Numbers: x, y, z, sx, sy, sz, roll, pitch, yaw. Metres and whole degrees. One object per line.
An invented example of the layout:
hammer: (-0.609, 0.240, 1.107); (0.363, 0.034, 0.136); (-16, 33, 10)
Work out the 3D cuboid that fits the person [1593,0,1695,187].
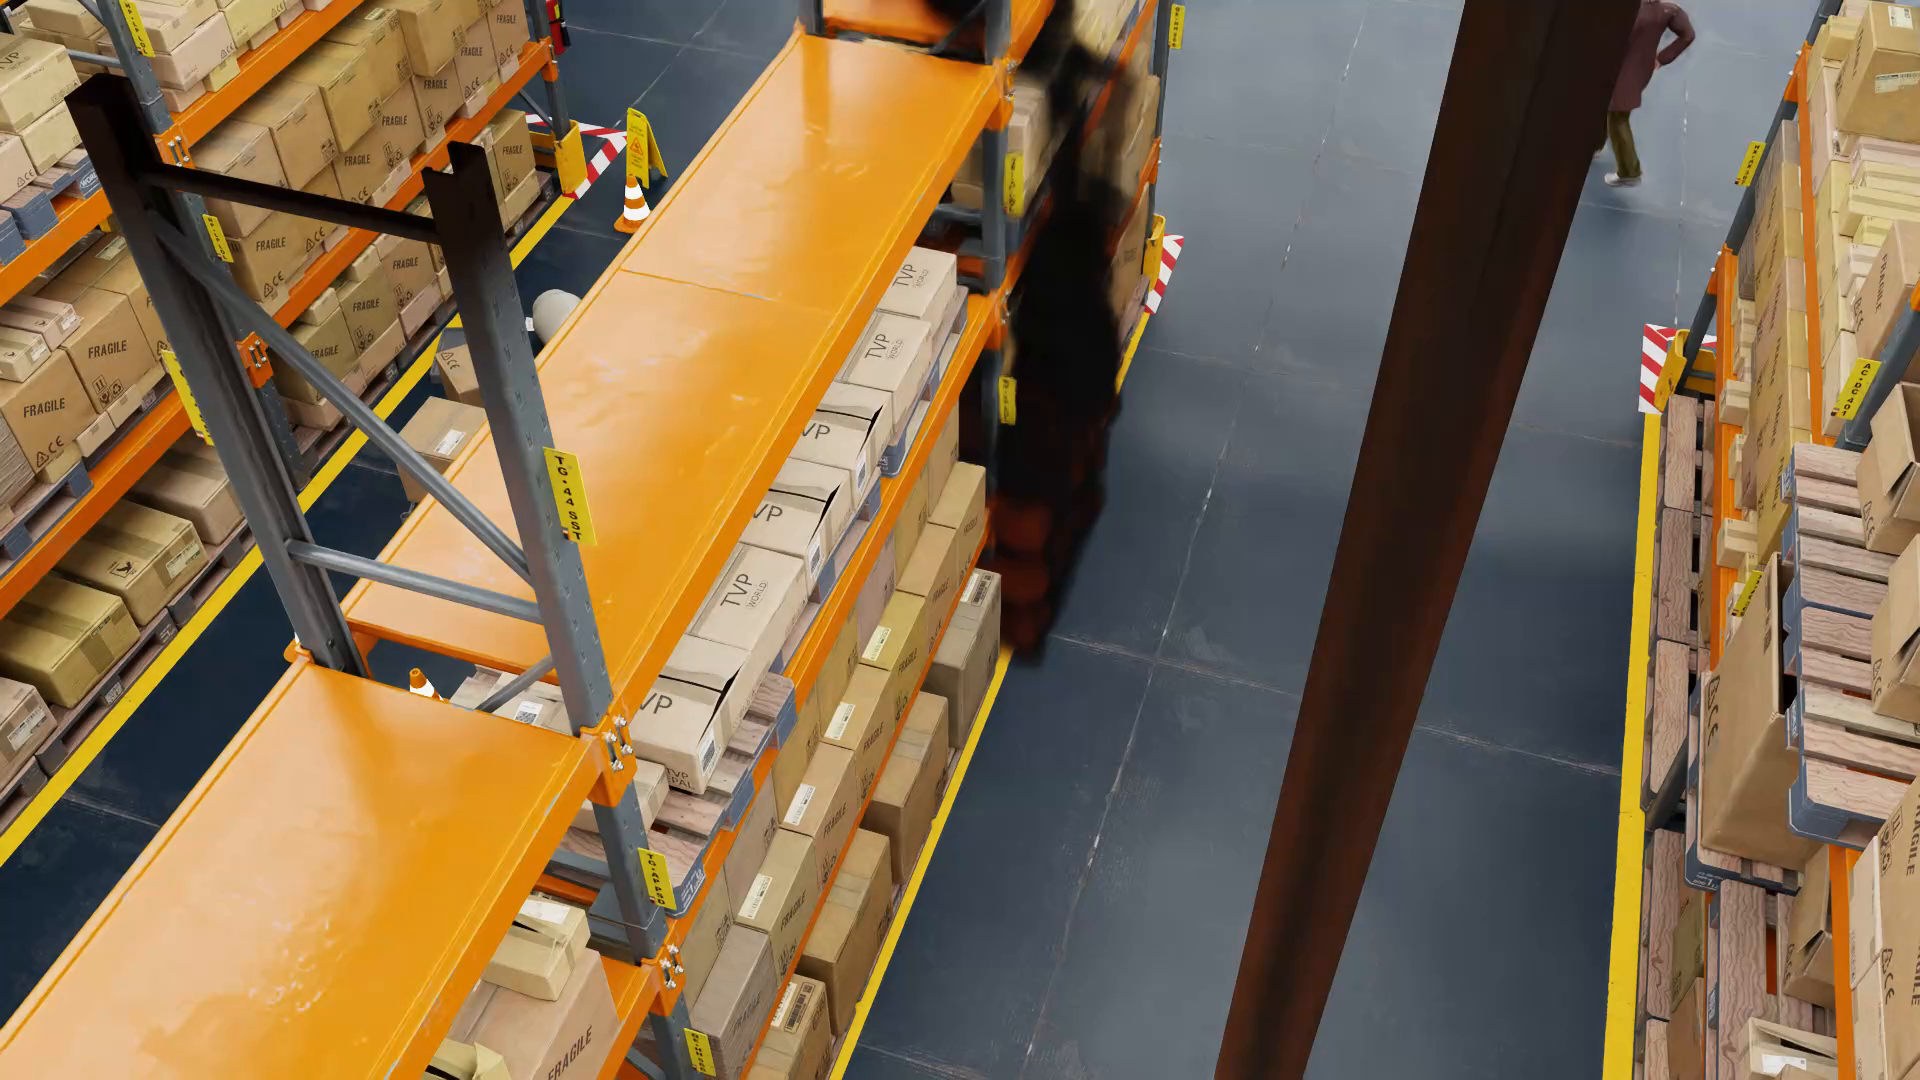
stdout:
person: (5.430, -3.721, 13.507); (0.690, 1.824, 0.914); (-22, 49, -20)
